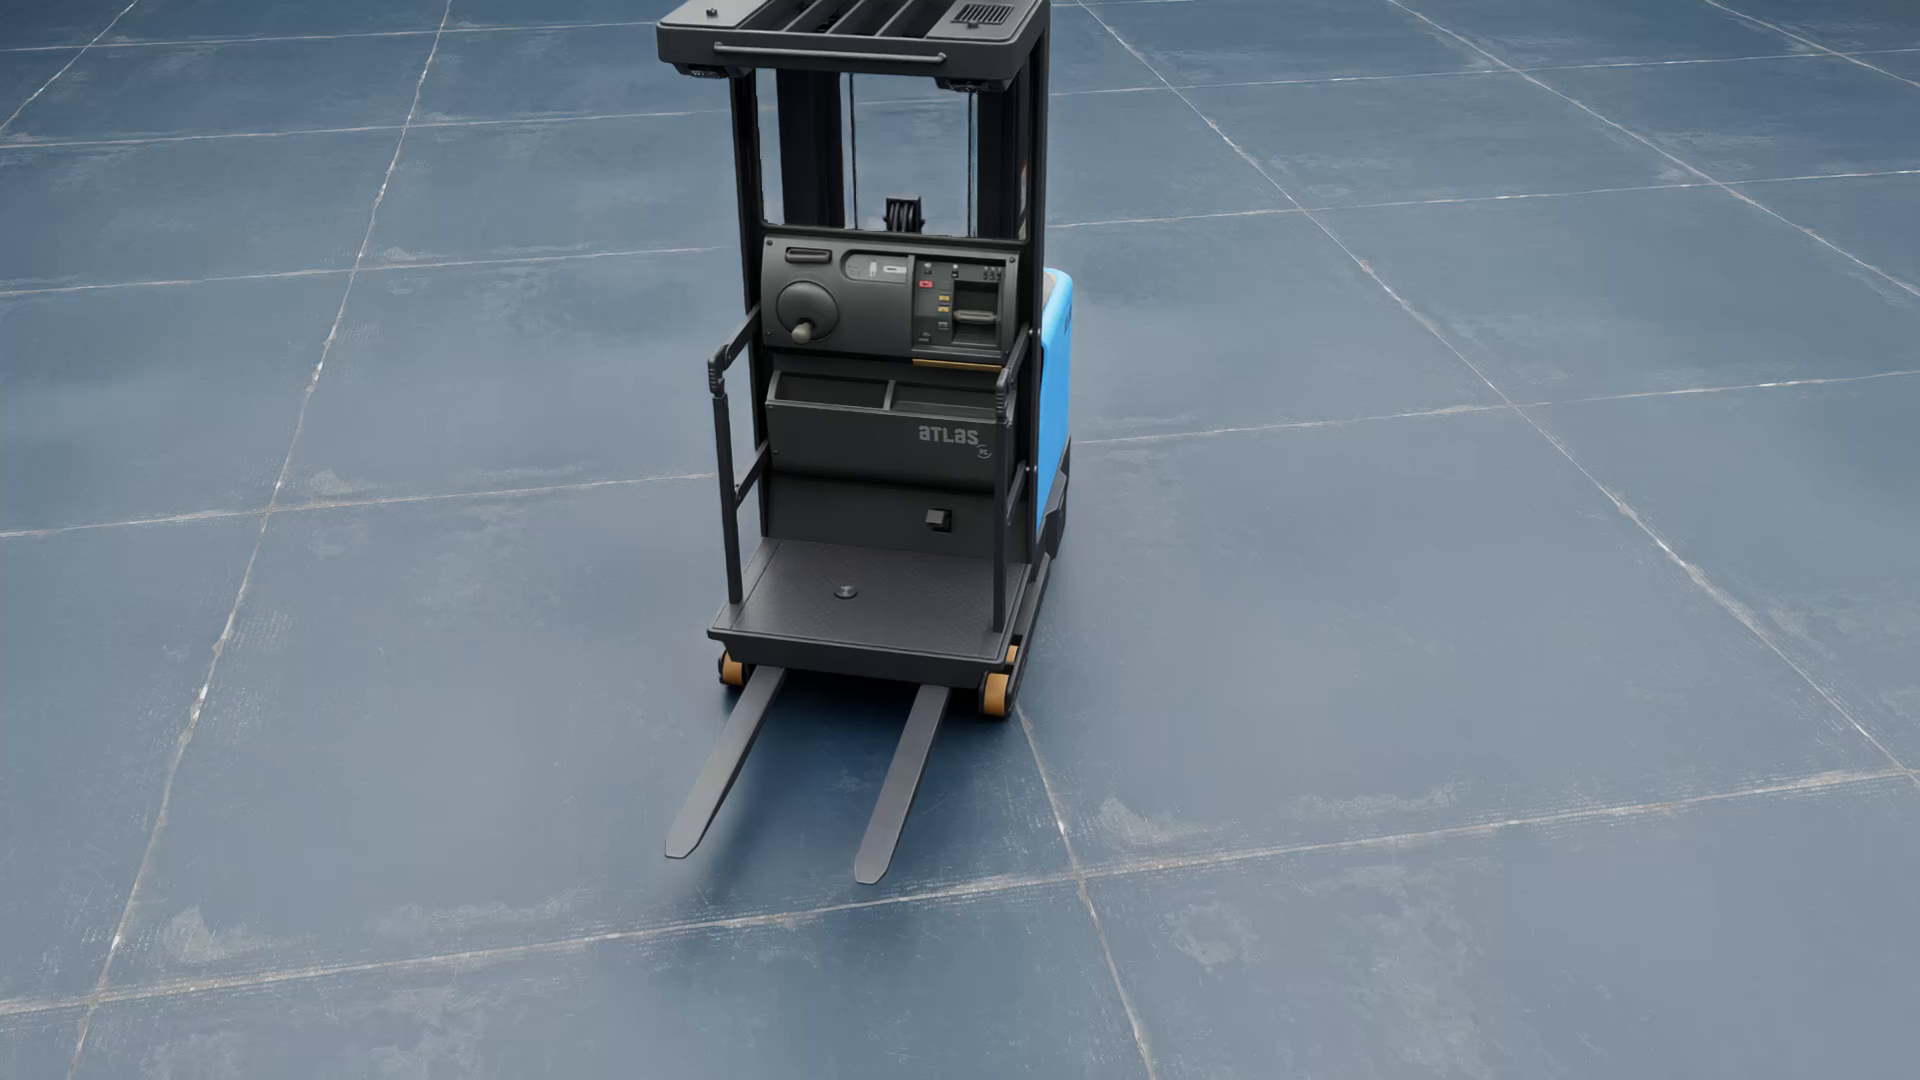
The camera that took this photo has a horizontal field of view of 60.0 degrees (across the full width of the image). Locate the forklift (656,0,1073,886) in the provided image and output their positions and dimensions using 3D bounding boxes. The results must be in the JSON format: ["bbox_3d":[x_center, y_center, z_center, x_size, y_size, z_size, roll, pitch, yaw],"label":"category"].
[{"bbox_3d":[-0.294,-0.813,5.741,1.130,2.935,3.031,6,31,10],"label":"forklift"}]

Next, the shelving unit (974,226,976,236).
[{"bbox_3d":[0.175,-0.879,7.562,0.189,1.200,0.258,6,31,10],"label":"shelving unit"}]

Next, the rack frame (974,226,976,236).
[{"bbox_3d":[0.085,-0.888,7.577,0.006,1.200,0.240,6,31,10],"label":"rack frame"}]
